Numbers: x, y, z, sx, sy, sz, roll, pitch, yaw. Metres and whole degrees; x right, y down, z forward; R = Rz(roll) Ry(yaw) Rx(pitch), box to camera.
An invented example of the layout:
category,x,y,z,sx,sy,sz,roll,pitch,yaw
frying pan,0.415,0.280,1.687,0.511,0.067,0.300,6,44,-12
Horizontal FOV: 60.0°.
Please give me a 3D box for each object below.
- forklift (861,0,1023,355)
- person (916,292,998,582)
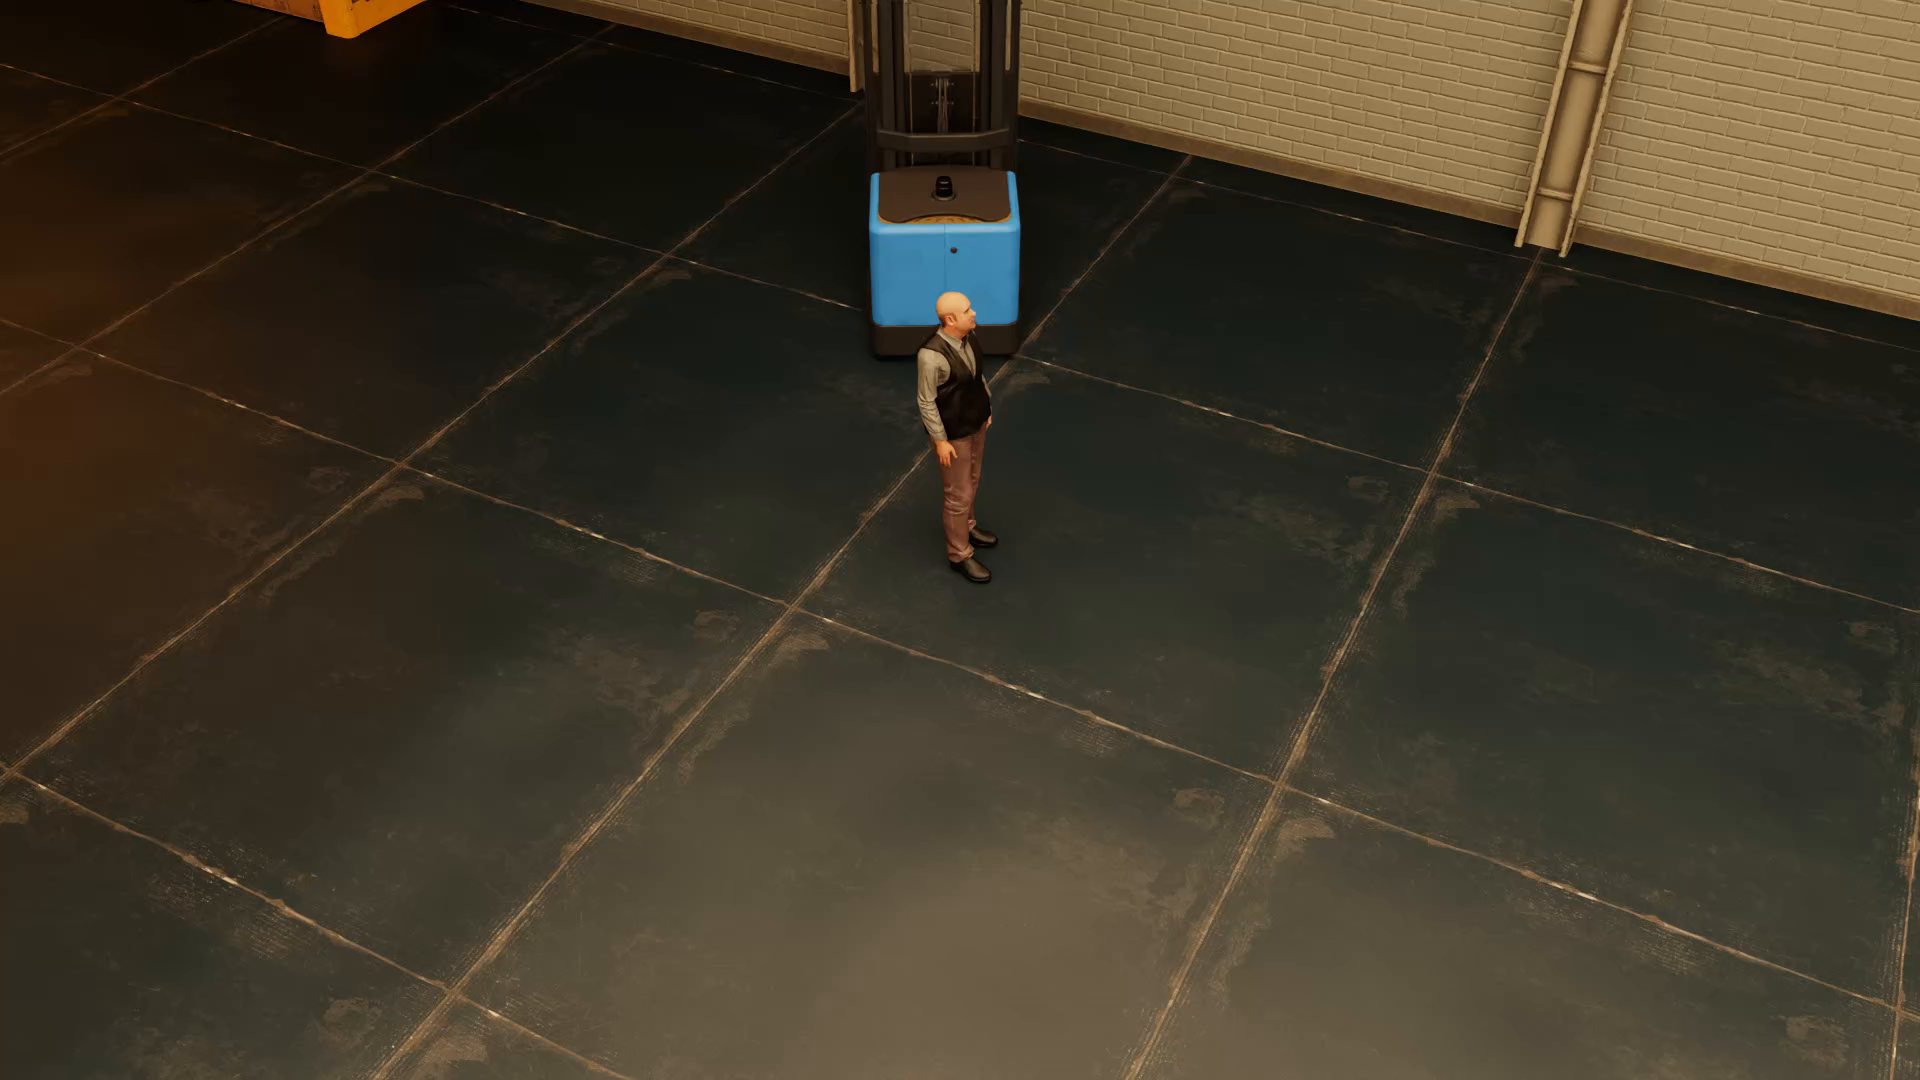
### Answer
category,x,y,z,sx,sy,sz,roll,pitch,yaw
forklift,-0.135,-3.344,11.957,1.130,2.935,3.031,-1,40,-1
person,0.051,-0.641,9.675,0.568,1.720,0.632,18,43,21
